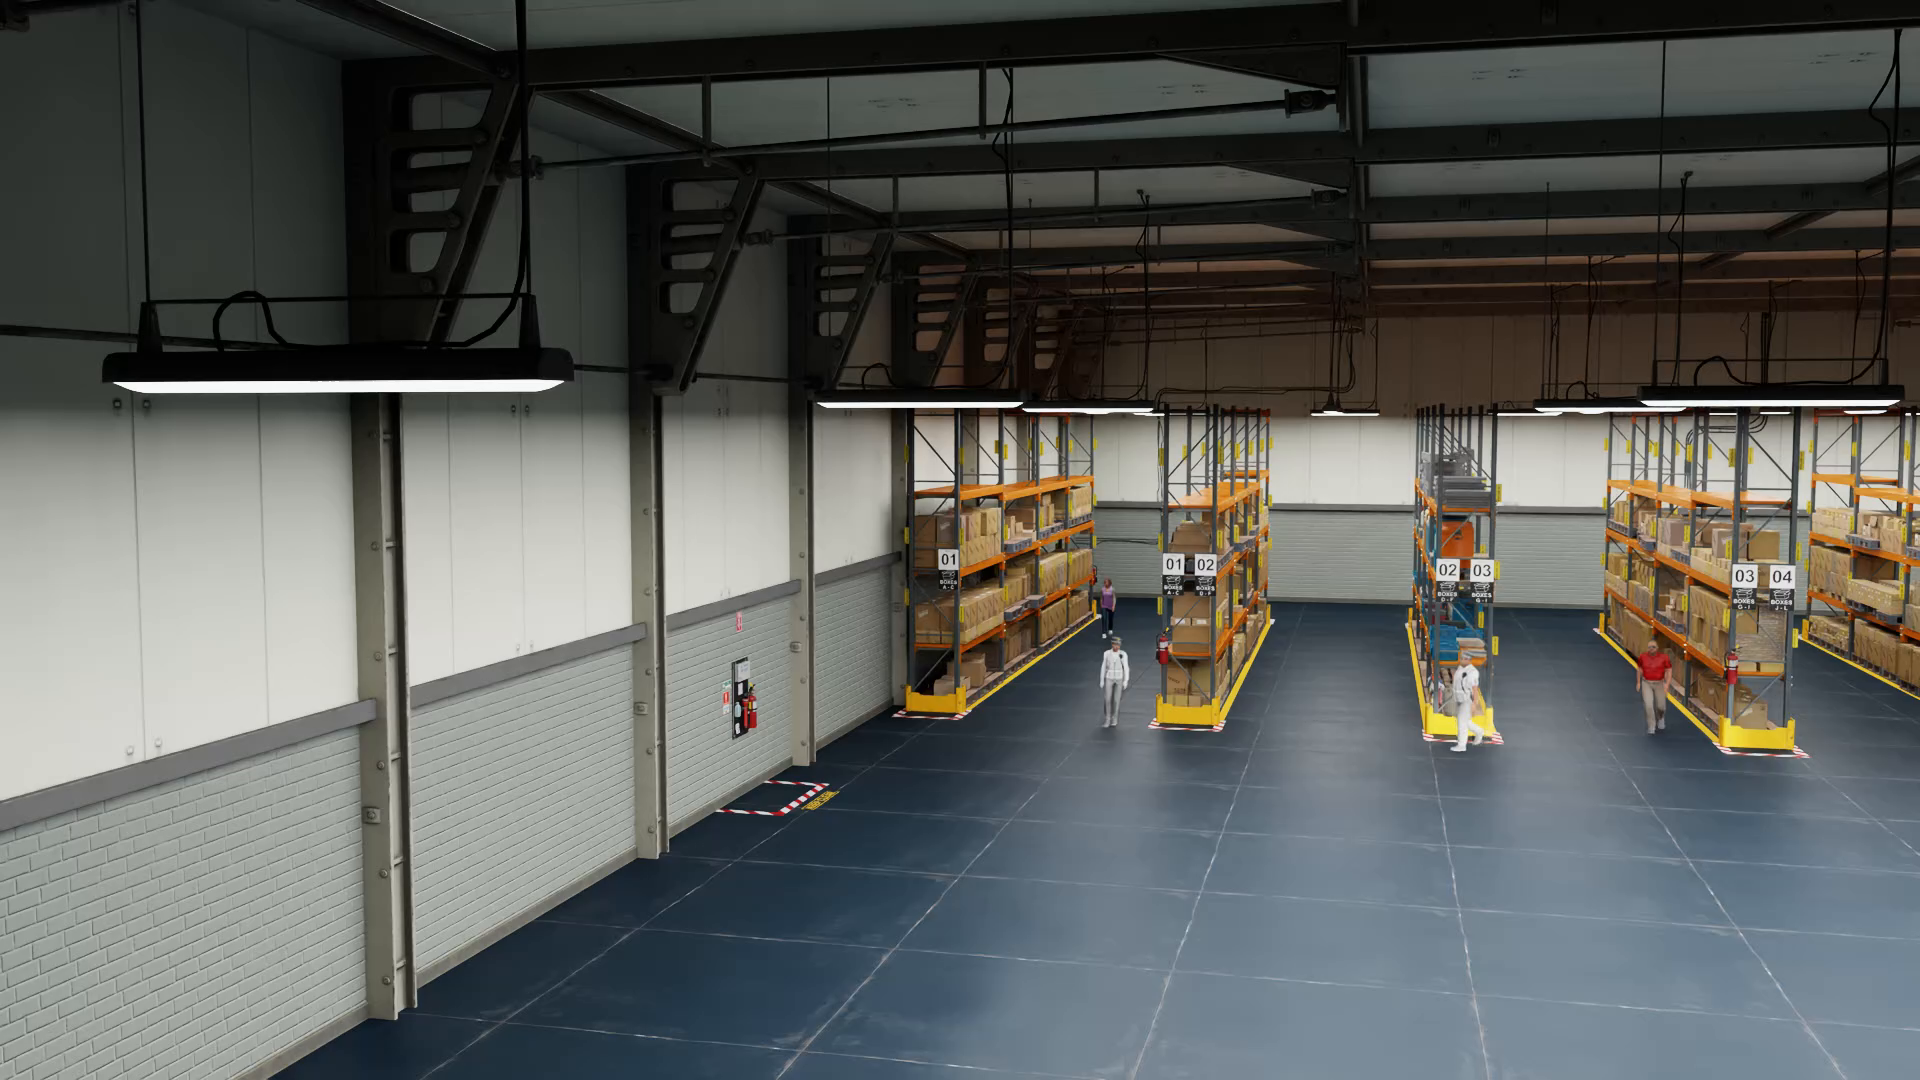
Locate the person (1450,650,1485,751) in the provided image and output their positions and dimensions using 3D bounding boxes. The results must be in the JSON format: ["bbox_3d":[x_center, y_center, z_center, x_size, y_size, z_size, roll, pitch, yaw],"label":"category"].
[{"bbox_3d":[8.773,2.744,28.678,0.830,1.739,0.551,-2,4,-21],"label":"person"}]

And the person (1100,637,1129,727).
[{"bbox_3d":[2.888,2.672,31.016,0.540,1.748,0.391,1,4,8],"label":"person"}]

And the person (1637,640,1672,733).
[{"bbox_3d":[12.716,2.662,30.449,0.598,1.708,0.590,2,5,27],"label":"person"}]

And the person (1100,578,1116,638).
[{"bbox_3d":[3.861,1.766,43.449,0.421,1.539,0.972,1,4,8],"label":"person"}]
